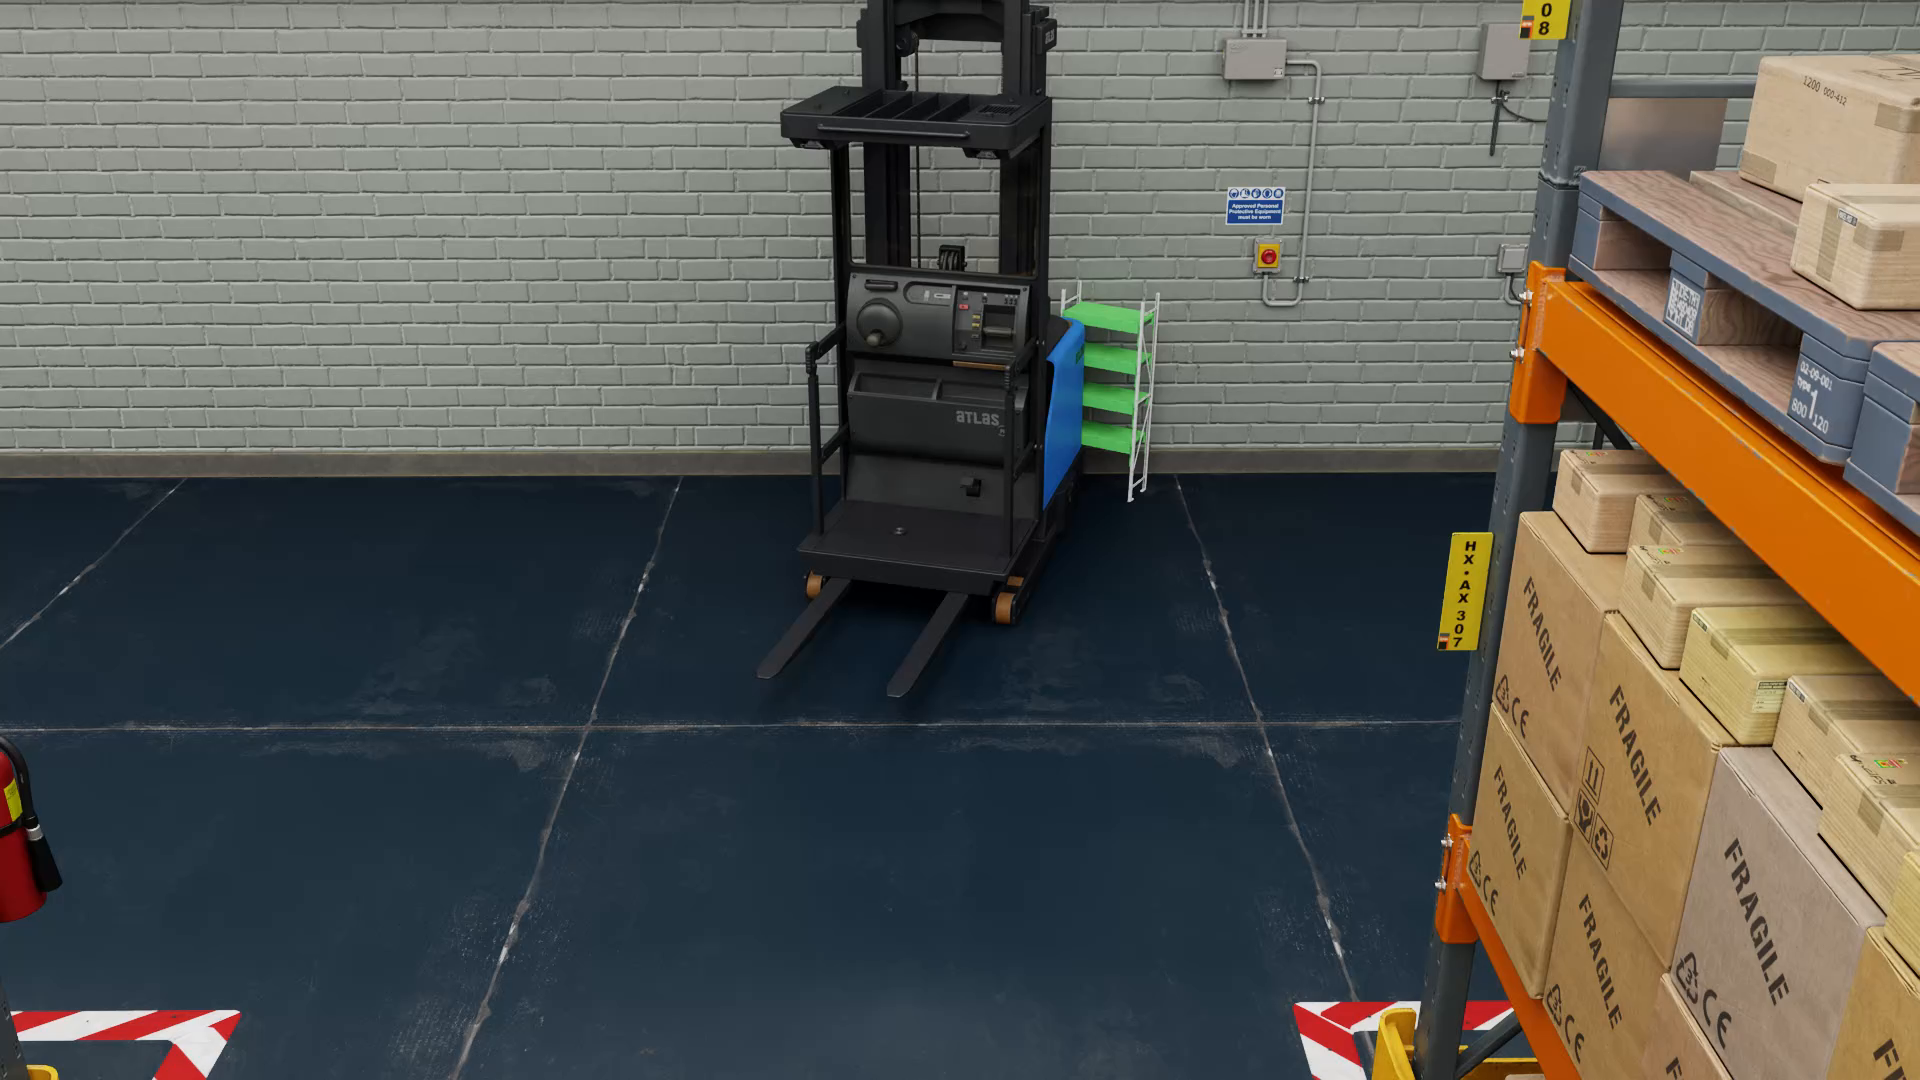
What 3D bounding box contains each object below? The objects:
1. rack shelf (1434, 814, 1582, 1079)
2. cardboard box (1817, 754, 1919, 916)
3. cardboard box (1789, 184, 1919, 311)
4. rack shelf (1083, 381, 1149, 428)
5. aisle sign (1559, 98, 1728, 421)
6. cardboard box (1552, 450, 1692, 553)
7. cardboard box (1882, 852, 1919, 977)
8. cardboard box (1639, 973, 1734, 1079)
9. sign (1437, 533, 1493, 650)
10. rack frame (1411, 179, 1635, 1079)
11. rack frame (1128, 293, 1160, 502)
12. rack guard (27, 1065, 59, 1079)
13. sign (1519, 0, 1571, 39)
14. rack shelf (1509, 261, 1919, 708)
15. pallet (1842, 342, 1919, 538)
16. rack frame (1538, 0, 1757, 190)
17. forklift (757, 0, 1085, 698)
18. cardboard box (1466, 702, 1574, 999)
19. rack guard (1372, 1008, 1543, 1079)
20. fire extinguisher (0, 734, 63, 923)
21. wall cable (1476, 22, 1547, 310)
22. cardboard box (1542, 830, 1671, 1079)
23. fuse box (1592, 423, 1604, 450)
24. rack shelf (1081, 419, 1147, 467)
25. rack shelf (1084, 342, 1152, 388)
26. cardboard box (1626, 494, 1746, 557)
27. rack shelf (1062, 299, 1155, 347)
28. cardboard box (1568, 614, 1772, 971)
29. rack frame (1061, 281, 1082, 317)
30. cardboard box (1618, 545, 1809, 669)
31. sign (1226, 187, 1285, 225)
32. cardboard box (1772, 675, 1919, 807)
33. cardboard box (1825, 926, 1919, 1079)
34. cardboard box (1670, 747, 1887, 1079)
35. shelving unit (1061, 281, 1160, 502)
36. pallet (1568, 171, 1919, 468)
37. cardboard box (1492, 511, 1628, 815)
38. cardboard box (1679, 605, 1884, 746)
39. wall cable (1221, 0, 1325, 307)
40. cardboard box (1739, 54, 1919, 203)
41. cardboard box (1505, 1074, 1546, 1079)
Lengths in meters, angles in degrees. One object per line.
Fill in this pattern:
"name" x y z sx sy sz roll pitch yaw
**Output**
"rack shelf" 1.844 1.714 2.693 1.077 0.370 4.000 0 24 -1
"cardboard box" 1.548 0.448 2.499 0.380 0.149 0.250 0 24 0
"cardboard box" 1.604 -0.478 2.700 0.380 0.149 0.250 1 24 1
"rack shelf" 0.843 -0.805 9.718 0.480 0.148 0.258 13 26 25
"aisle sign" 1.531 -0.651 3.894 0.394 0.787 0.004 0 24 -1
"cardboard box" 1.549 -0.087 3.681 0.380 0.149 0.250 0 24 1
"cardboard box" 1.524 0.552 2.267 0.380 0.149 0.250 -1 24 -2
"cardboard box" 1.561 1.134 2.982 0.500 0.500 0.500 0 24 -1
"sign" 1.267 0.132 4.173 0.100 0.325 0.005 0 24 -1
"rack frame" 1.822 0.562 4.367 1.000 3.000 0.127 0 24 -1
"rack frame" 1.059 -0.813 9.587 0.015 1.200 0.240 13 26 25
"rack guard" -3.126 1.796 4.672 1.175 0.500 0.348 0 24 -1
"sign" 1.267 -1.239 3.553 0.100 0.325 0.005 0 24 -1
"rack shelf" 1.844 0.347 2.075 1.077 0.370 4.000 0 24 -1
"pallet" 1.856 0.045 1.977 1.003 0.211 1.213 0 24 -1
"rack frame" 1.822 -2.171 3.131 1.000 3.000 0.127 0 24 -1
"forklift" -0.169 -1.088 8.100 1.130 2.935 3.031 7 25 14
"cardboard box" 1.540 0.716 3.907 0.500 0.500 0.500 0 24 -1
"rack guard" 1.821 1.691 4.904 1.175 0.500 0.348 0 24 -1
"fire extinguisher" -2.668 0.725 4.553 0.296 0.674 0.183 0 24 -1
"wall cable" 3.155 -2.235 9.320 0.588 1.984 0.122 0 24 -1
"cardboard box" 1.573 0.924 3.446 0.500 0.500 0.500 -1 24 -1
"fuse box" 3.839 -1.124 9.658 0.539 1.711 0.414 0 24 -1
"rack shelf" 0.838 -0.585 9.814 0.480 0.148 0.258 13 26 25
"rack shelf" 0.848 -1.025 9.622 0.480 0.148 0.258 13 26 25
"cardboard box" 1.623 0.021 3.443 0.380 0.149 0.250 0 24 1
"rack shelf" 0.854 -1.245 9.526 0.480 0.148 0.258 13 26 25
"cardboard box" 1.555 0.473 3.230 0.500 0.500 0.500 -1 24 -2
"rack frame" 0.630 -0.914 9.797 0.015 1.200 0.240 13 26 25
"cardboard box" 1.511 0.128 3.205 0.380 0.149 0.250 0 24 1
"sign" 1.688 -1.910 9.504 0.327 0.218 0.001 0 24 -1
"cardboard box" 1.587 0.345 2.726 0.380 0.149 0.250 0 24 0
"cardboard box" 1.574 0.890 2.306 0.500 0.500 0.500 0 24 0
"cardboard box" 1.568 0.685 2.761 0.500 0.500 0.500 0 24 -1
"shelving unit" 0.845 -0.863 9.692 0.503 1.200 0.258 13 26 25
"pallet" 1.840 -0.459 3.092 1.003 0.211 1.213 0 24 -1
"cardboard box" 1.542 0.260 3.701 0.500 0.500 0.500 -1 24 -2
"cardboard box" 1.532 0.237 2.965 0.380 0.149 0.250 -1 24 -2
"wall cable" 1.737 -2.239 9.289 0.585 1.953 0.123 0 24 -1
"cardboard box" 1.917 -0.788 3.264 0.500 0.250 0.500 -2 24 -5
"cardboard box" 1.929 1.810 4.208 0.875 0.438 0.875 -1 24 -2
